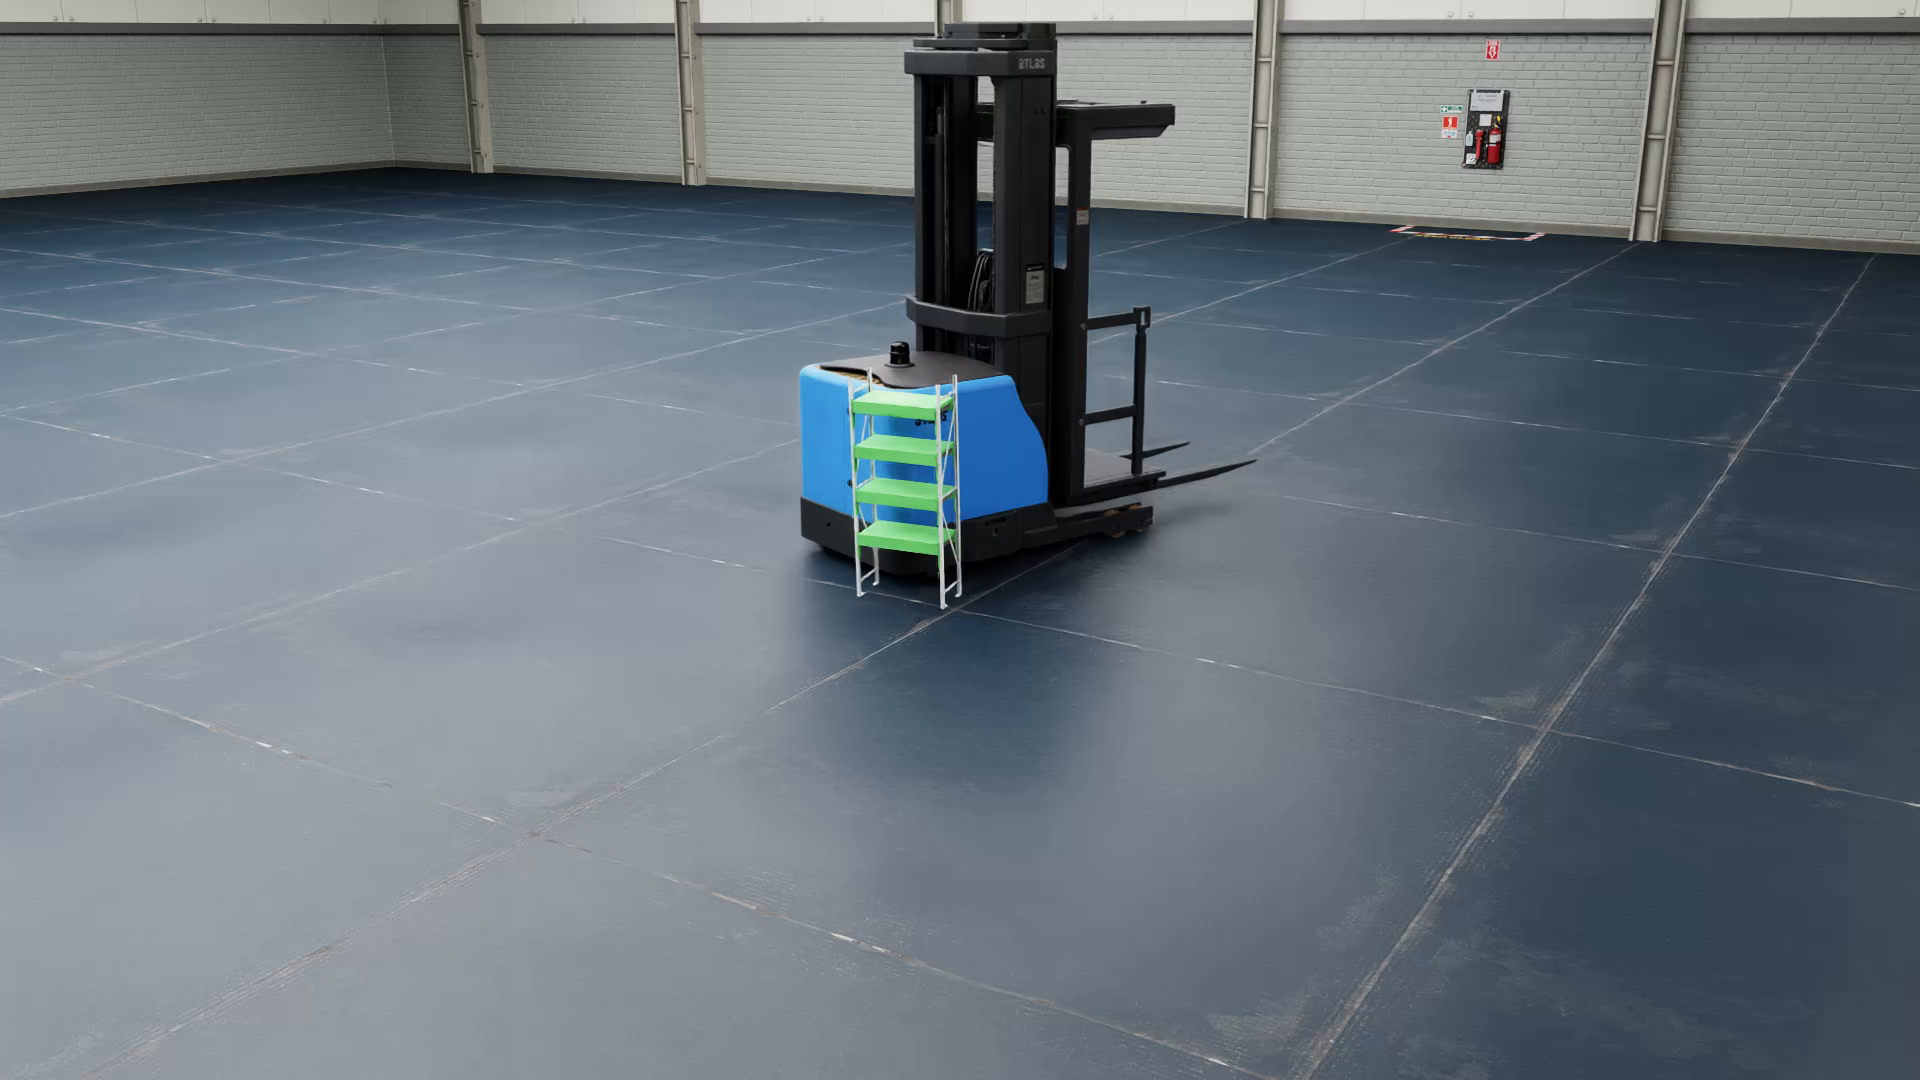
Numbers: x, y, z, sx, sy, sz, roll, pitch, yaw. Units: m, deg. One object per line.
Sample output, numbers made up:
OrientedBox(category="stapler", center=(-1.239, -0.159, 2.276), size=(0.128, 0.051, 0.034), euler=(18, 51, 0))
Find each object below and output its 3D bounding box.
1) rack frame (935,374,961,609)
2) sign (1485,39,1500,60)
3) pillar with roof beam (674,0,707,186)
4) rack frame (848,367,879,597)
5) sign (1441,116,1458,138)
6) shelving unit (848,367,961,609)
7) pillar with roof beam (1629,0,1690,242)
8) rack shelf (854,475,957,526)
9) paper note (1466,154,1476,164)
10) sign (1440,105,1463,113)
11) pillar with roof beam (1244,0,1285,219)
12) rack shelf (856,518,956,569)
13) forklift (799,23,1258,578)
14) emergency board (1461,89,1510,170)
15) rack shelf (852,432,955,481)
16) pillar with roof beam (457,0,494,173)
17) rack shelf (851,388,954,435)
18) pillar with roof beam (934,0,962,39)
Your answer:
OrientedBox(category="rack frame", center=(-0.058, -0.242, 8.593), size=(0.015, 1.200, 0.240), euler=(7, 21, 22))
OrientedBox(category="sign", center=(7.980, -7.344, 24.909), size=(0.199, 0.298, 0.001), euler=(10, 20, 30))
OrientedBox(category="pillar with roof beam", center=(-7.571, -10.366, 28.523), size=(0.400, 9.000, 9.100), euler=(10, 20, 30))
OrientedBox(category="rack frame", center=(-0.506, -0.298, 8.777), size=(0.015, 1.200, 0.240), euler=(7, 21, 22))
OrientedBox(category="sign", center=(7.517, -6.336, 25.516), size=(0.234, 0.329, 0.001), euler=(10, 20, 30))
OrientedBox(category="shelving unit", center=(-0.282, -0.270, 8.685), size=(0.503, 1.200, 0.258), euler=(7, 21, 22))
OrientedBox(category="pillar with roof beam", center=(7.767, -7.628, 19.510), size=(0.400, 9.000, 9.100), euler=(10, 20, 30))
OrientedBox(category="rack shelf", center=(-0.281, -0.210, 8.706), size=(0.480, 0.148, 0.258), euler=(7, 21, 22))
OrientedBox(category="paper note", center=(7.820, -5.831, 25.433), size=(0.142, 0.148, 0.016), euler=(10, 20, 30))
OrientedBox(category="sign", center=(7.516, -6.586, 25.429), size=(0.331, 0.109, 0.001), euler=(10, 20, 30))
OrientedBox(category="pillar with roof beam", center=(2.654, -8.540, 22.514), size=(0.400, 9.000, 9.100), euler=(10, 20, 30))
OrientedBox(category="rack shelf", center=(-0.276, 0.017, 8.786), size=(0.480, 0.148, 0.258), euler=(7, 21, 22))
OrientedBox(category="forklift", center=(0.545, -1.522, 9.848), size=(3.031, 2.935, 1.130), euler=(-13, 21, -36))
OrientedBox(category="emergency board", center=(7.934, -6.209, 25.160), size=(0.643, 1.169, 0.194), euler=(10, 20, 30))
OrientedBox(category="rack shelf", center=(-0.285, -0.436, 8.627), size=(0.480, 0.148, 0.258), euler=(7, 21, 22))
OrientedBox(category="pillar with roof beam", center=(-12.684, -11.278, 31.528), size=(0.400, 9.000, 9.100), euler=(10, 20, 30))
OrientedBox(category="rack shelf", center=(-0.290, -0.663, 8.548), size=(0.480, 0.148, 0.258), euler=(7, 21, 22))
OrientedBox(category="pillar with roof beam", center=(-2.458, -9.453, 25.519), size=(0.400, 9.000, 9.100), euler=(10, 20, 30))
